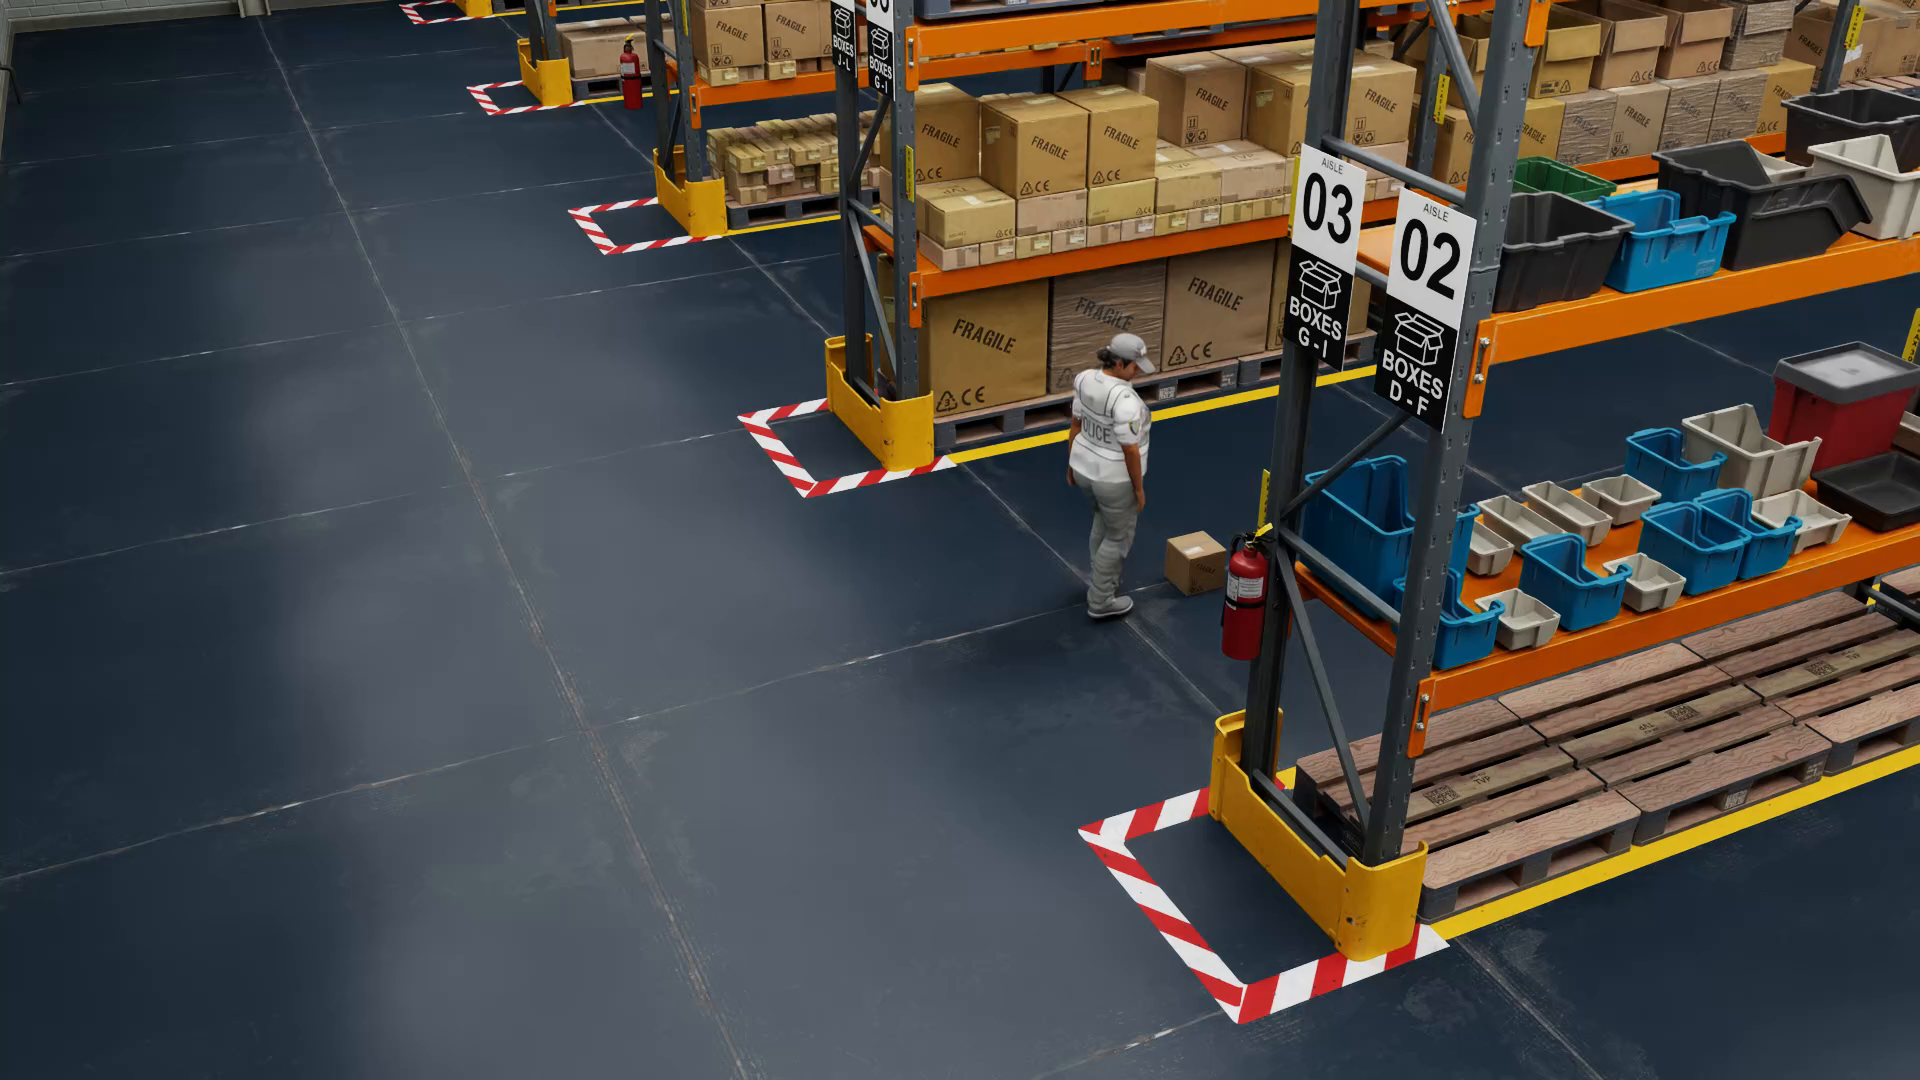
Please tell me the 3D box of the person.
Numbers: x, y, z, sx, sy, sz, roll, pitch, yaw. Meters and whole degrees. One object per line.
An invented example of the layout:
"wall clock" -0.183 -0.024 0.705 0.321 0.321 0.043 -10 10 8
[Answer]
"person" 0.857 -0.333 9.063 0.478 1.716 0.516 -18 34 -29
